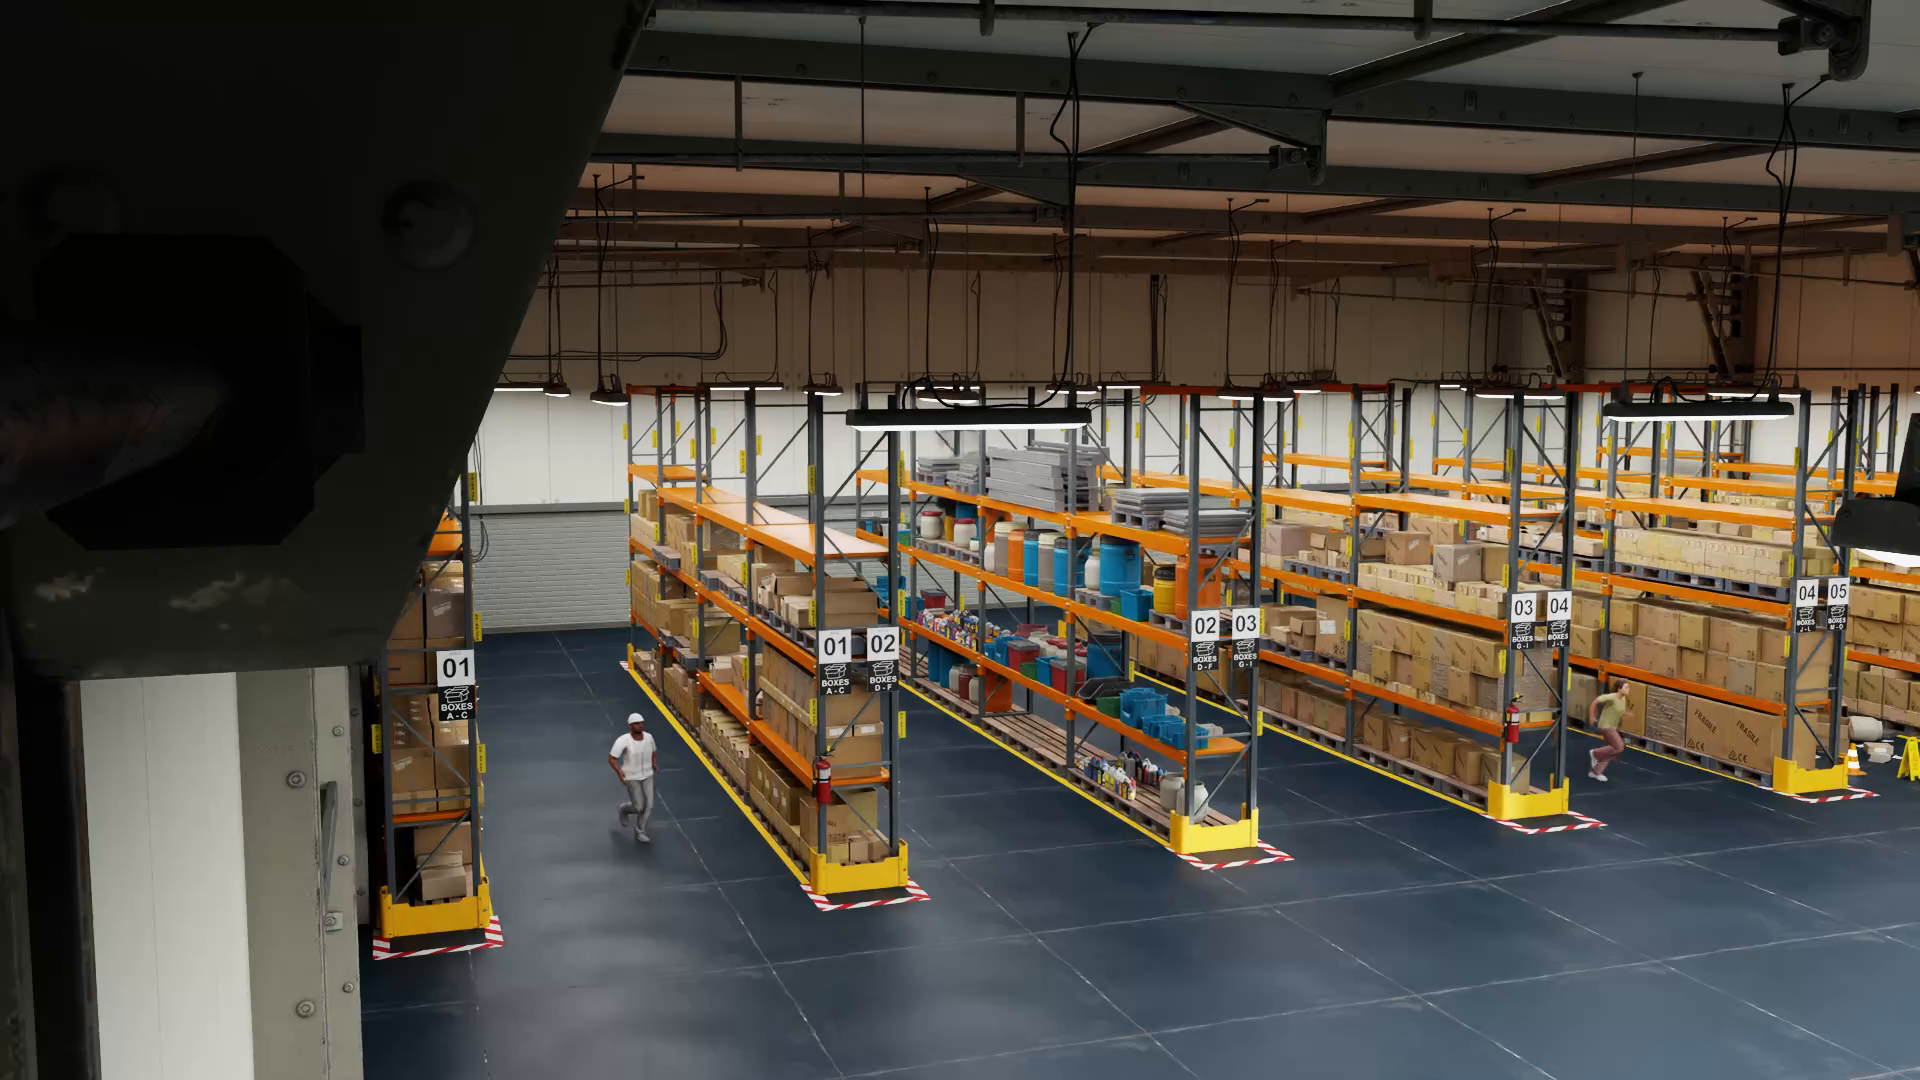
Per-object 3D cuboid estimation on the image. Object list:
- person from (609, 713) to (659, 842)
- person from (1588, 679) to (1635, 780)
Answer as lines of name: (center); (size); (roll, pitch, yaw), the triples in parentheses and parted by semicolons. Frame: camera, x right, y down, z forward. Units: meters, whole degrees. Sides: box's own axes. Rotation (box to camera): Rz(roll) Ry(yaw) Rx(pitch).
person: (-4.355, 3.174, 22.368); (0.700, 1.720, 0.592); (-5, 8, -40)
person: (10.013, 2.912, 25.528); (0.568, 1.594, 0.669); (-6, 8, -45)
